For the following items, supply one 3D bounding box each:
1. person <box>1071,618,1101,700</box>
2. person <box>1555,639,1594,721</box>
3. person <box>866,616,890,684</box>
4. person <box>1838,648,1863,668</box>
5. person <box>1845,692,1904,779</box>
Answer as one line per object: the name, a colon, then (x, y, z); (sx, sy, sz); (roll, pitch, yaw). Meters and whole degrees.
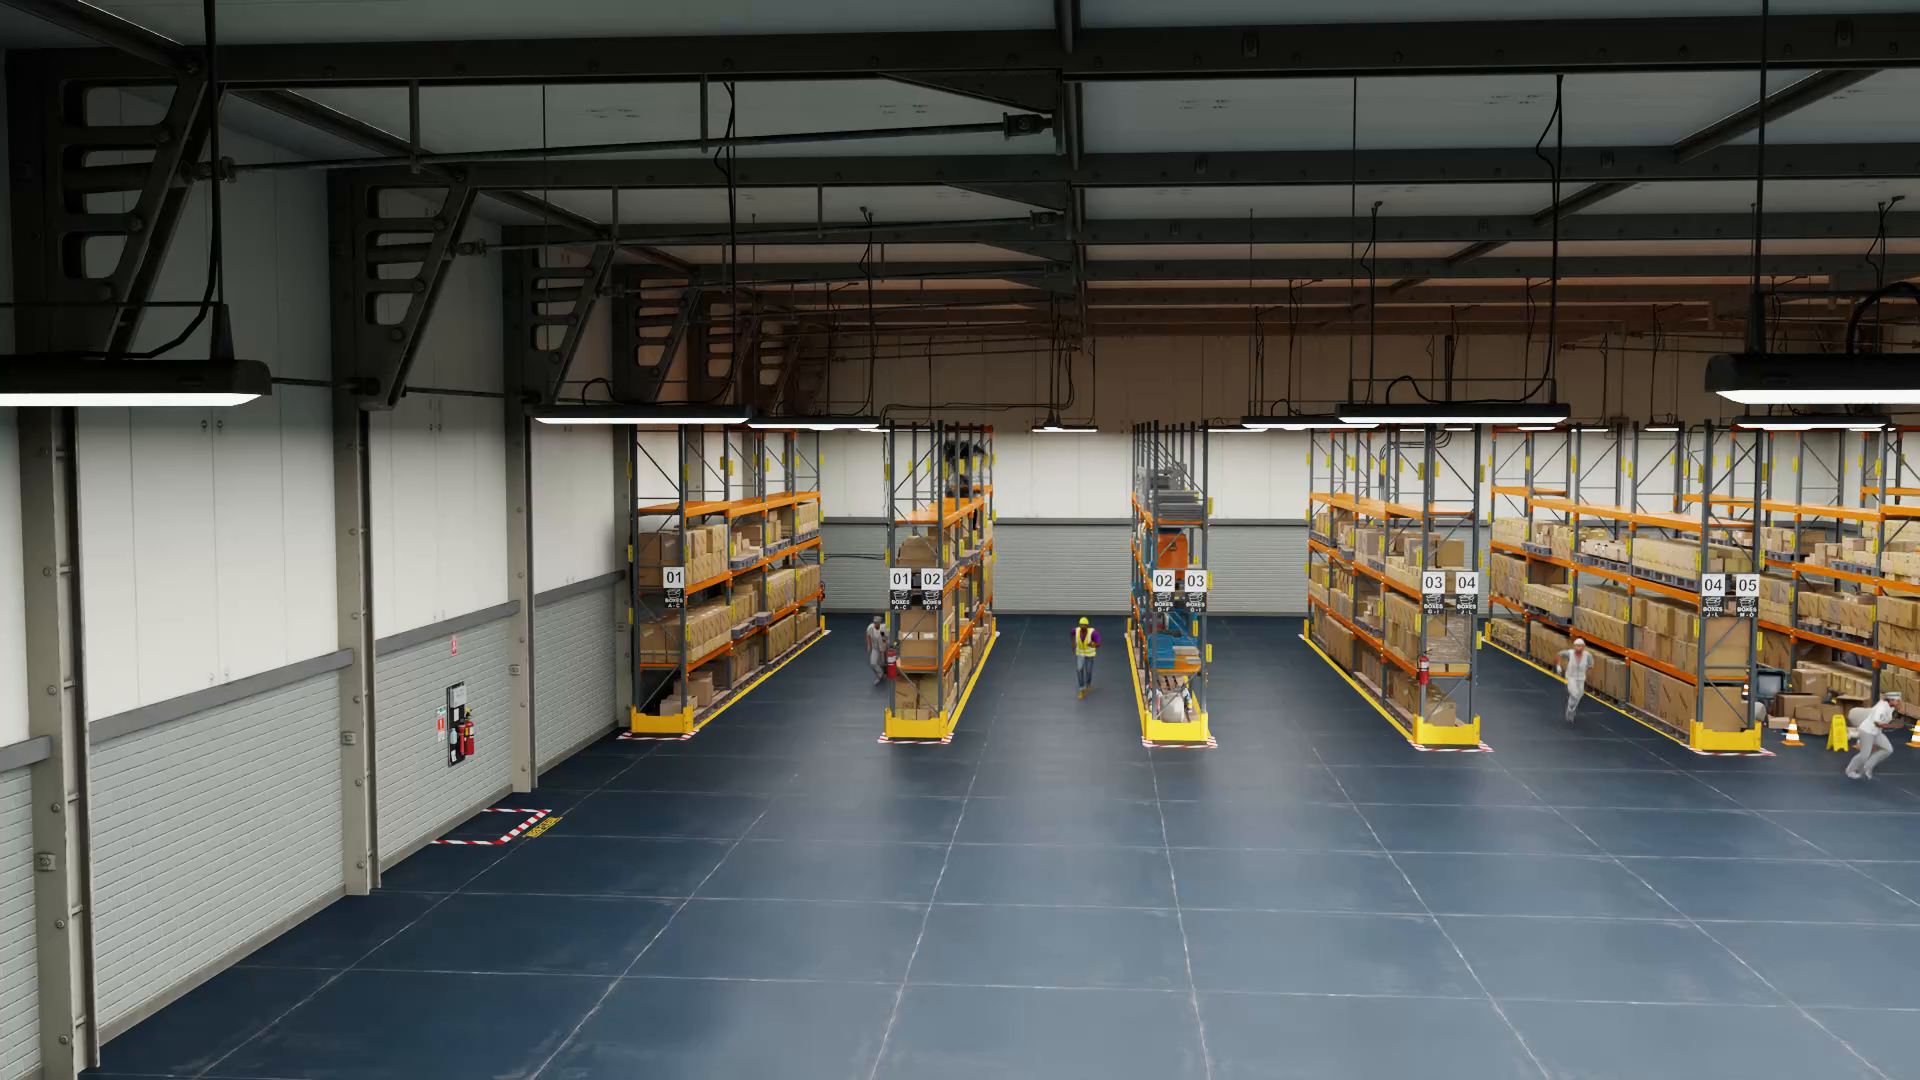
person: (2.758, 2.563, 36.402); (0.693, 1.776, 0.977); (1, 4, 9)
person: (12.139, 2.769, 32.806); (0.643, 1.700, 0.874); (0, 4, 0)
person: (-1.826, 2.518, 38.505); (0.669, 1.593, 1.030); (1, 4, 9)
person: (21.706, 2.299, 40.612); (0.659, 1.757, 0.878); (0, 4, 3)
person: (15.161, 3.218, 27.507); (0.608, 1.505, 0.910); (-3, 5, -39)
